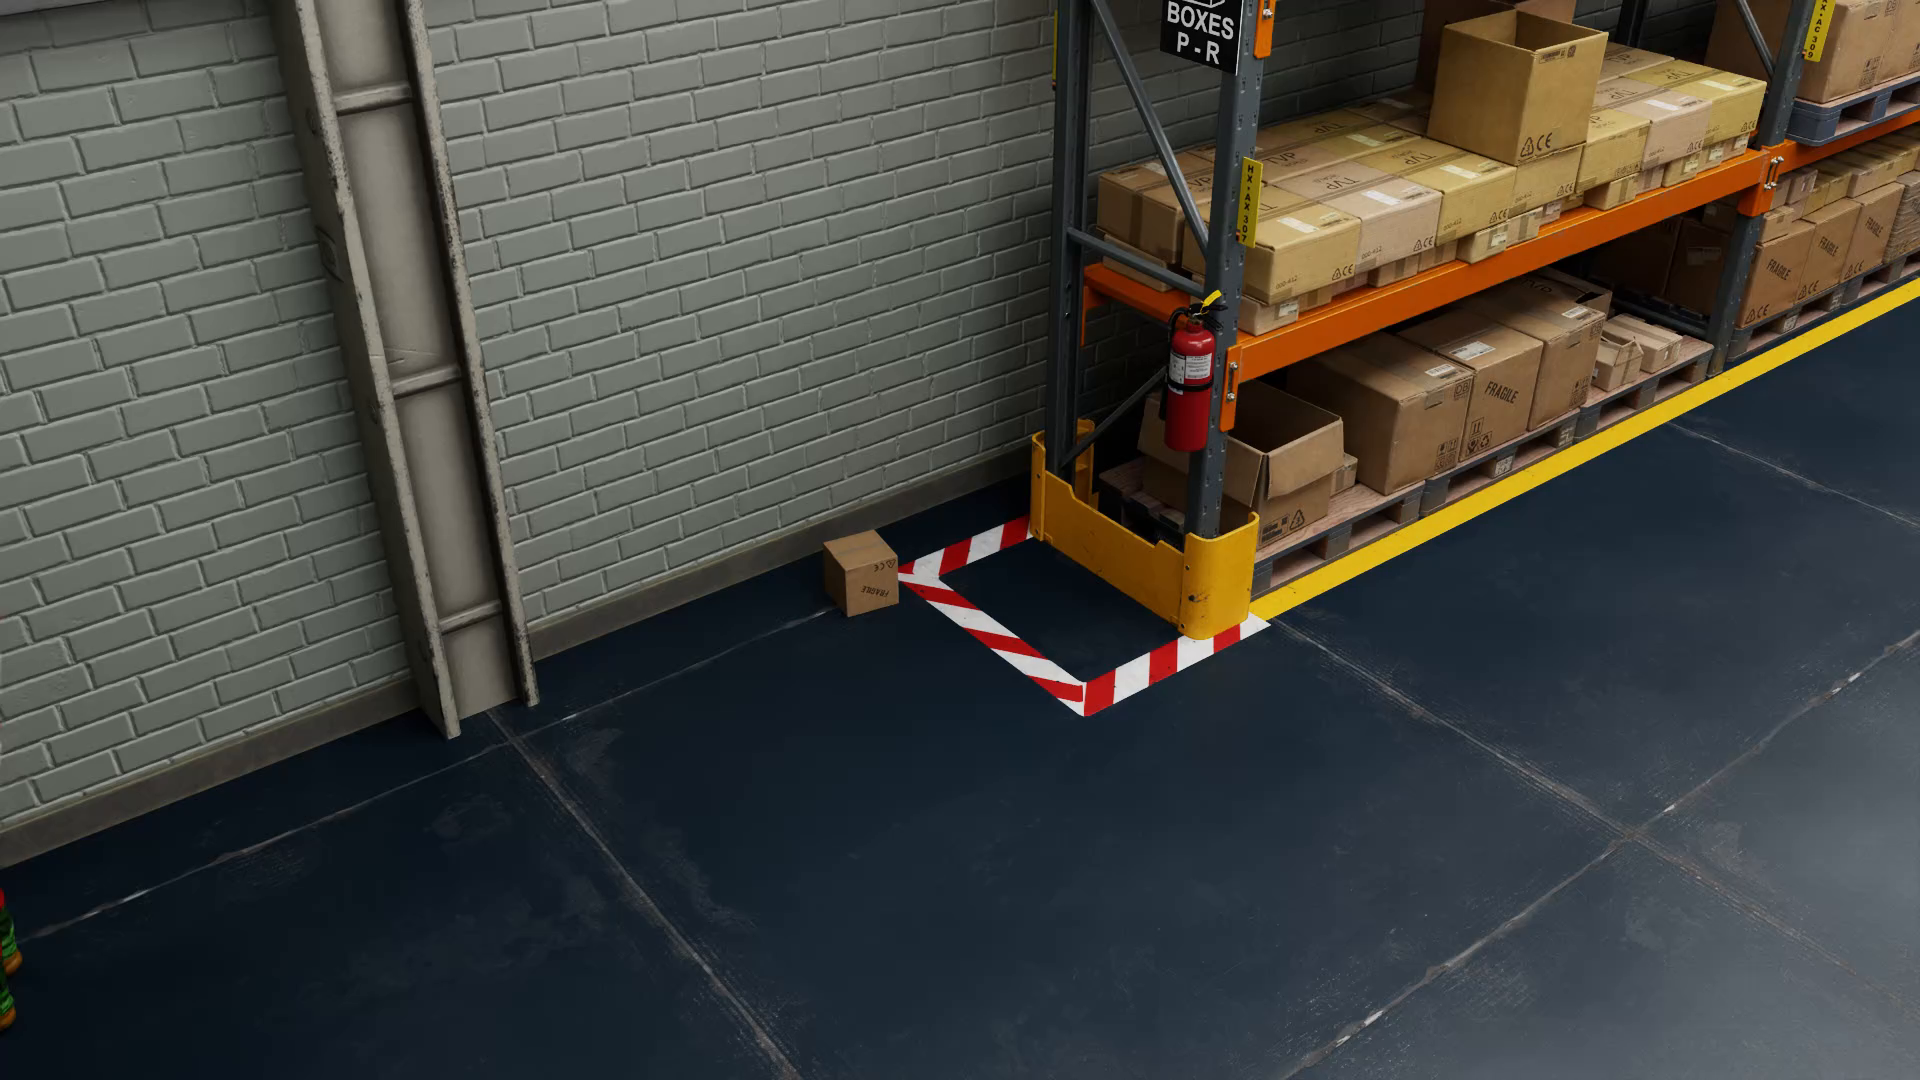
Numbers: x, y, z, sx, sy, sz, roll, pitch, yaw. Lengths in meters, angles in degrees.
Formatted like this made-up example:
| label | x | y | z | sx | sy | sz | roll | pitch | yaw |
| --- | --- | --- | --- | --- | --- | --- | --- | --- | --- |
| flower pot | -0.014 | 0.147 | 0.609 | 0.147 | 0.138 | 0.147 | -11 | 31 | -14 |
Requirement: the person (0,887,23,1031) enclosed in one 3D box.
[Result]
| label | x | y | z | sx | sy | sz | roll | pitch | yaw |
| --- | --- | --- | --- | --- | --- | --- | --- | --- | --- |
| person | -3.115 | 0.751 | 4.879 | 0.435 | 1.827 | 0.587 | -9 | 33 | -15 |
